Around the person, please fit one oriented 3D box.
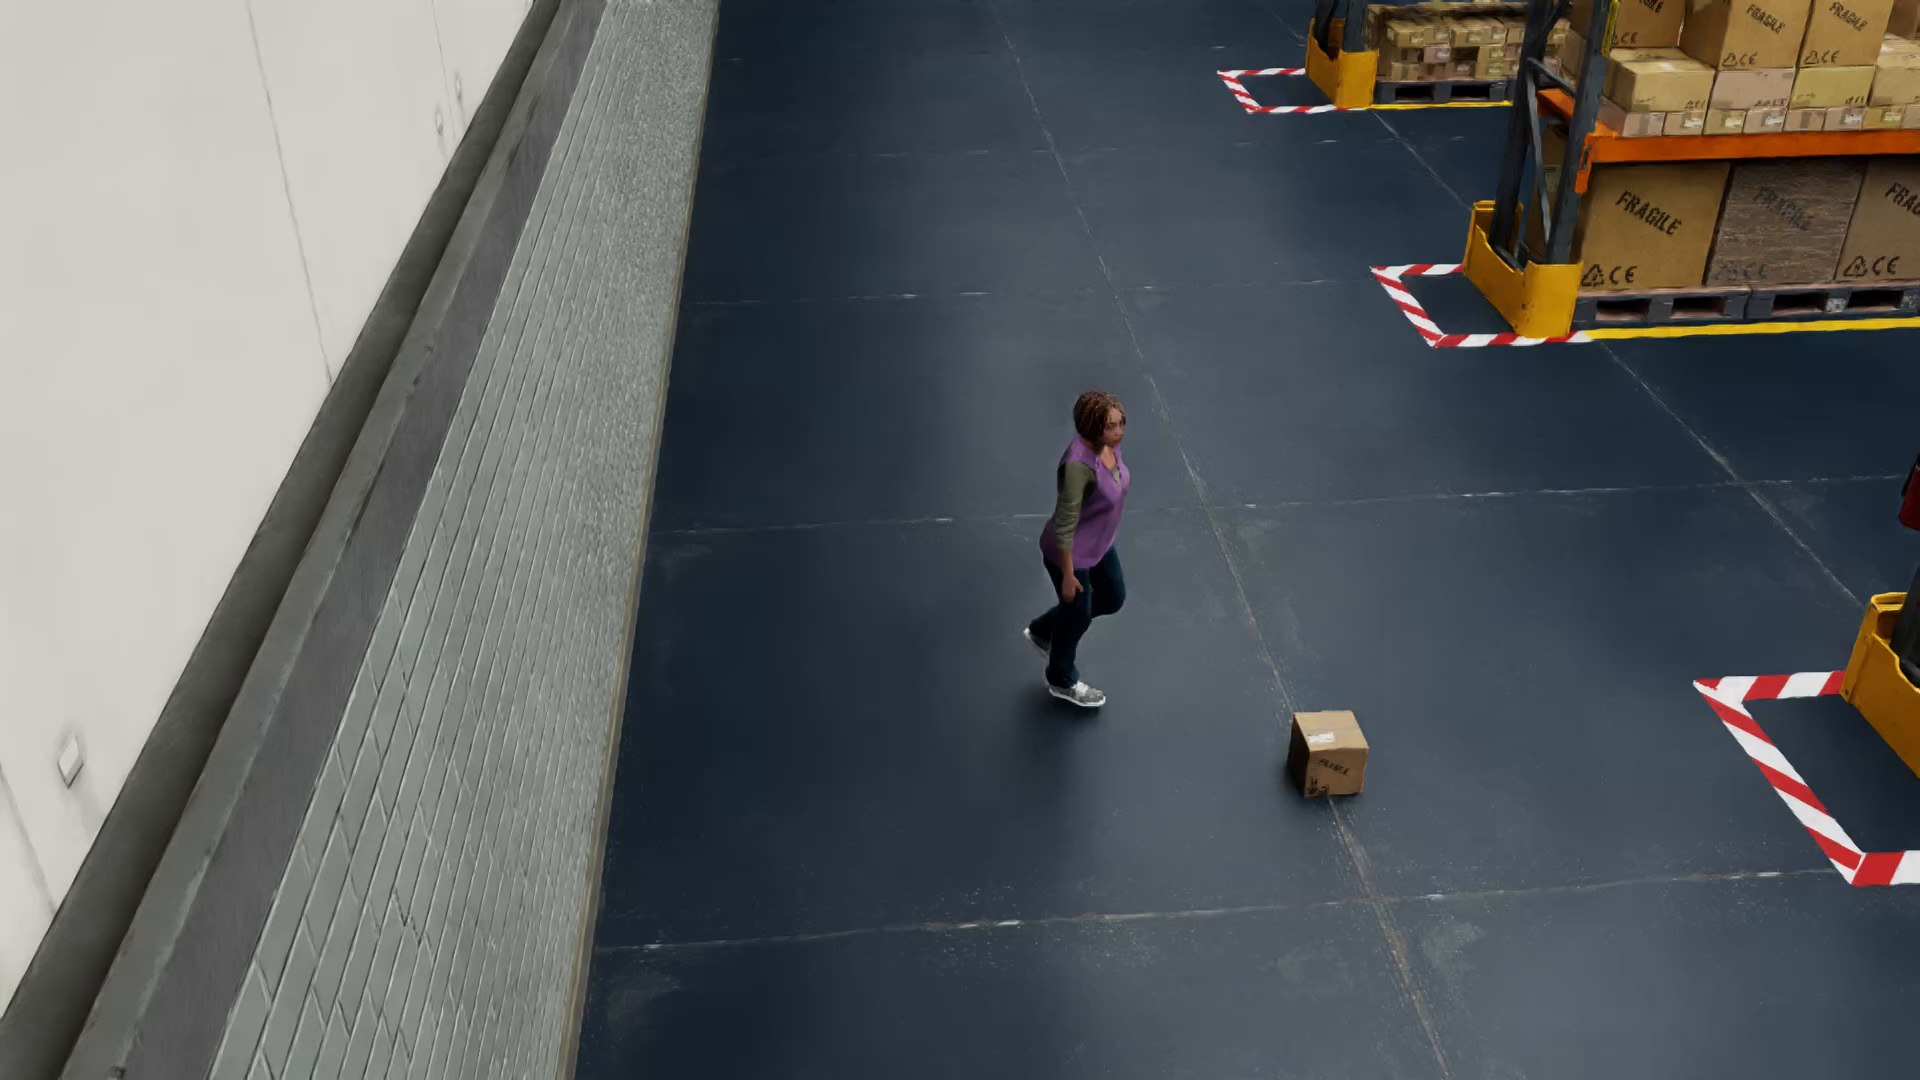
[{"bbox_3d":[2.688,1.947,2.418,9.048,3.169,7.105,15,35,23],"label":"person"}]
